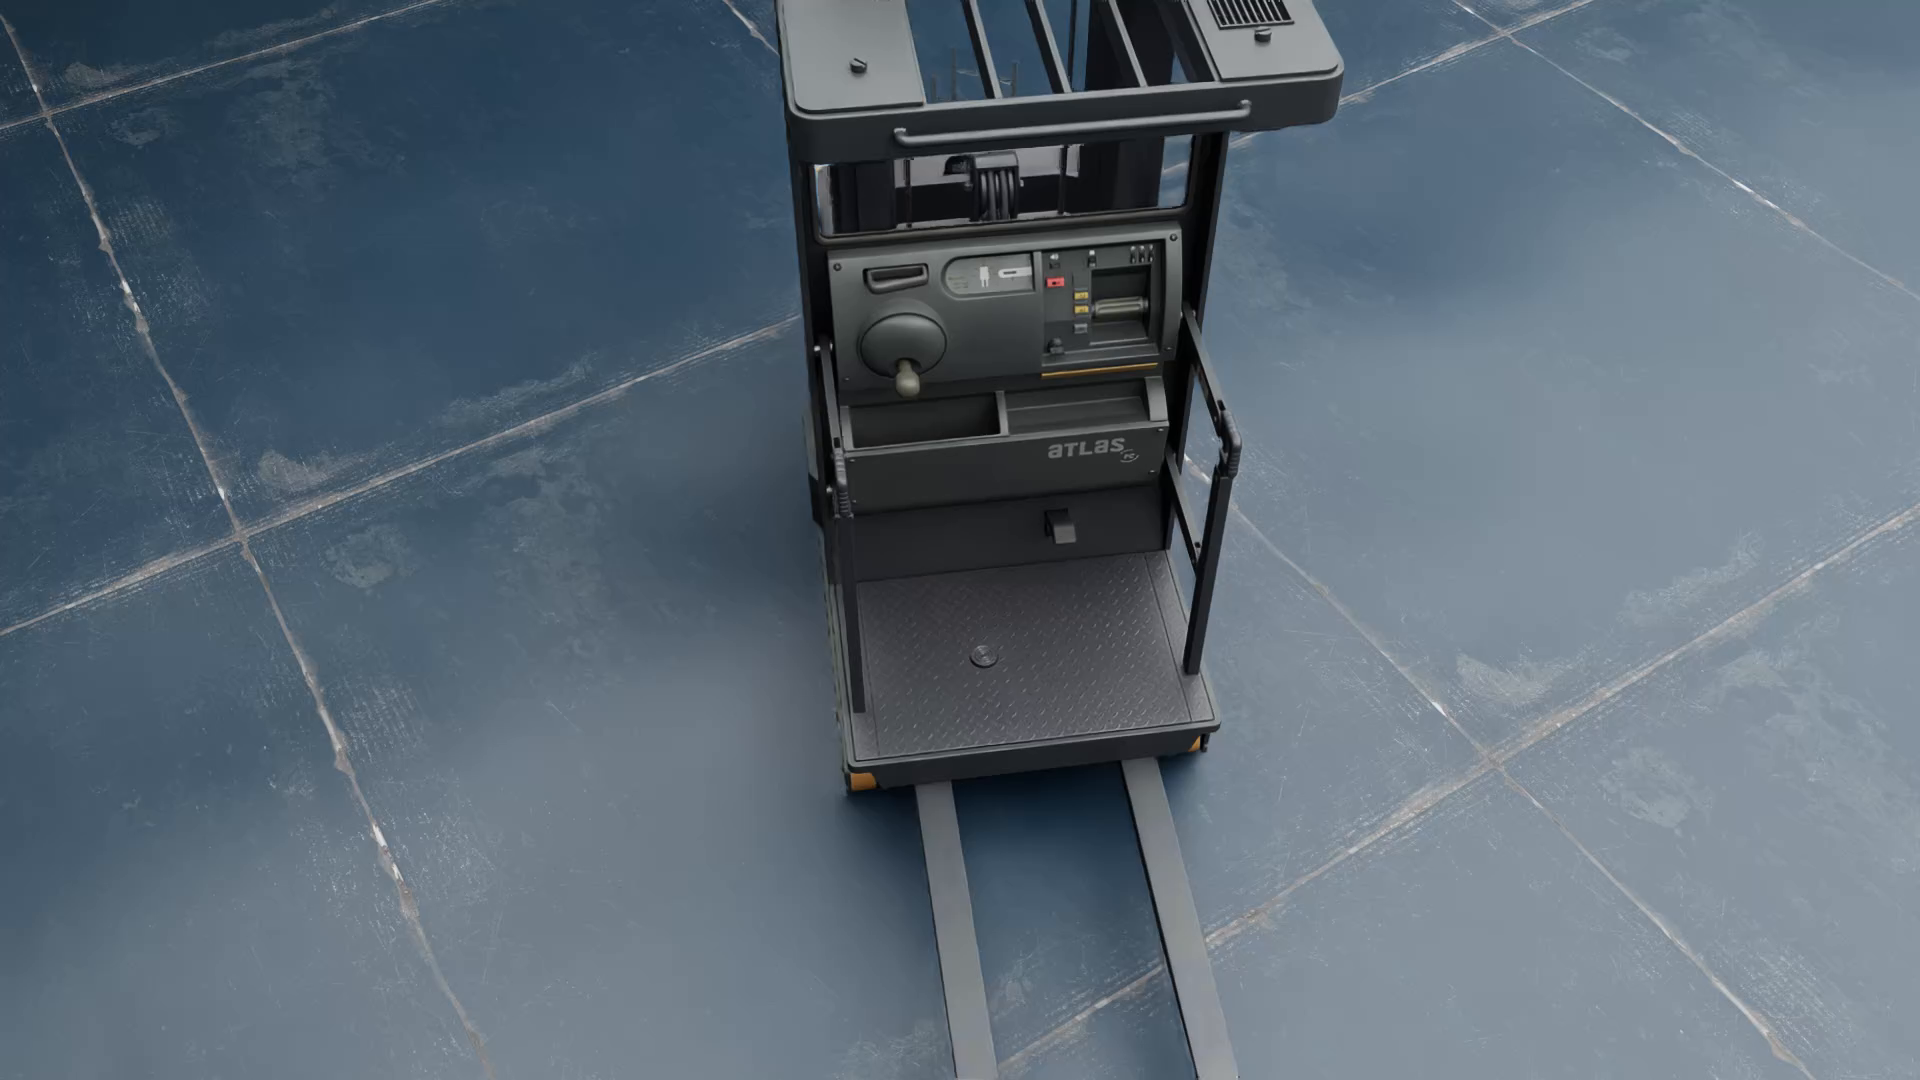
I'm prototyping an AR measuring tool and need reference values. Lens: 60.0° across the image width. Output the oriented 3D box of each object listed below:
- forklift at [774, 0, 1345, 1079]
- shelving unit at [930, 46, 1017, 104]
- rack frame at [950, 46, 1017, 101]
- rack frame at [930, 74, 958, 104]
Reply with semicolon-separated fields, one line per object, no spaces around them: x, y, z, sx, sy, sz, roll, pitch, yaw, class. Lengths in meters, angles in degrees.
0.157;-0.502;4.234;1.130;2.935;3.031;-6;49;-5;forklift
0.040;-1.177;5.992;0.258;1.200;0.189;17;51;14;shelving unit
0.074;-1.241;6.048;0.240;1.200;0.006;17;51;14;rack frame
0.005;-1.113;5.935;0.240;1.200;0.006;17;51;14;rack frame
